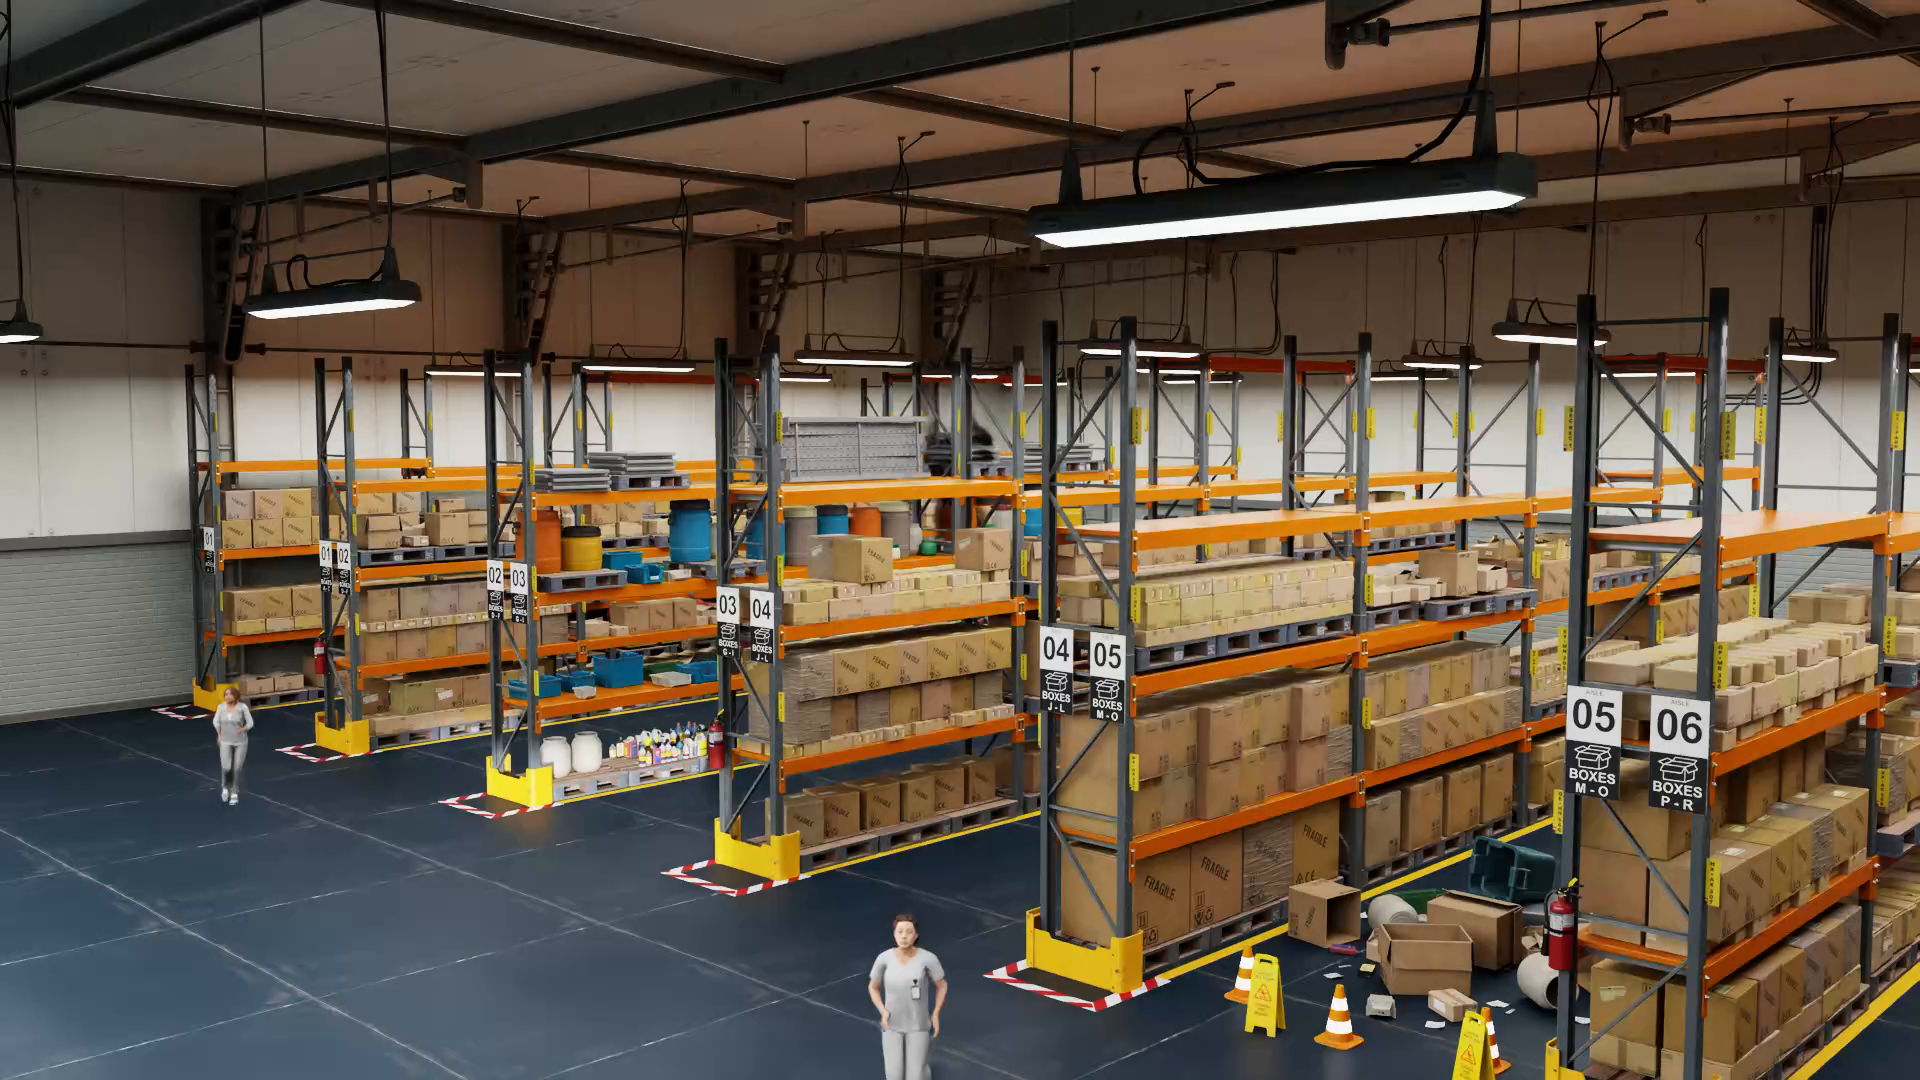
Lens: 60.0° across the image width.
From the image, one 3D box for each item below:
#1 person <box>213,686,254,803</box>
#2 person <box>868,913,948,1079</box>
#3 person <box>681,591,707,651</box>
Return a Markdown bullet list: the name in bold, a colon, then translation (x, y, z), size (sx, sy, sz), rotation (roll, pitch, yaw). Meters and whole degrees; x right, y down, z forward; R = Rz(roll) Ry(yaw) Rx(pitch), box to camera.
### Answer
- **person**: translation (-9.565, 2.701, 21.881), size (0.517, 1.567, 0.585), rotation (-1, 5, -17)
- **person**: translation (-0.376, 3.455, 11.836), size (0.565, 1.631, 0.573), rotation (0, 4, 5)
- **person**: translation (-5.412, 1.780, 33.159), size (0.650, 1.681, 0.602), rotation (3, 5, 33)
